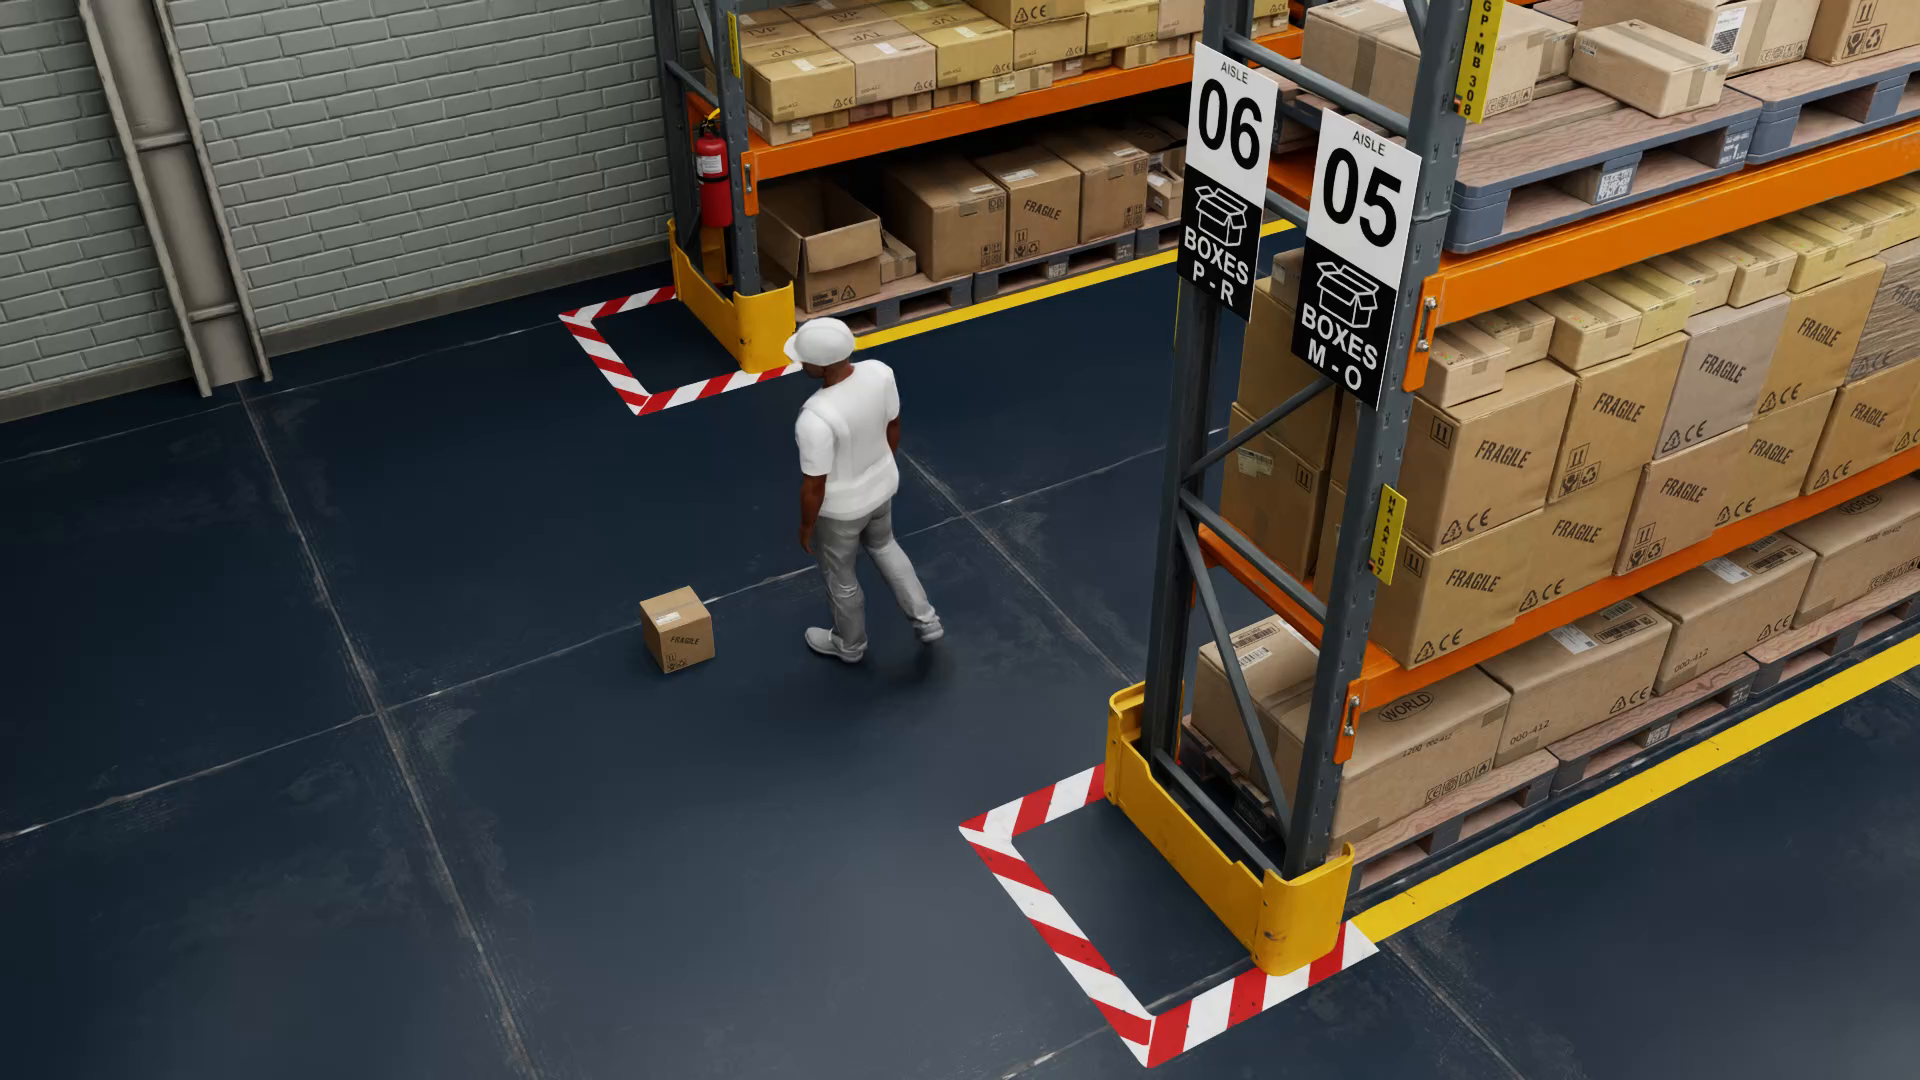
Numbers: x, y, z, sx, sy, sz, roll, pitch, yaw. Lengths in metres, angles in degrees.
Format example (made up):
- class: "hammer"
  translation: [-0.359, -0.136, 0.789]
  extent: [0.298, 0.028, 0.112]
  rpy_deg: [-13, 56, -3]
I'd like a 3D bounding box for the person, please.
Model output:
- class: "person"
  translation: [-0.413, -0.165, 7.106]
  extent: [0.654, 1.766, 0.599]
  rpy_deg: [25, 44, 30]
